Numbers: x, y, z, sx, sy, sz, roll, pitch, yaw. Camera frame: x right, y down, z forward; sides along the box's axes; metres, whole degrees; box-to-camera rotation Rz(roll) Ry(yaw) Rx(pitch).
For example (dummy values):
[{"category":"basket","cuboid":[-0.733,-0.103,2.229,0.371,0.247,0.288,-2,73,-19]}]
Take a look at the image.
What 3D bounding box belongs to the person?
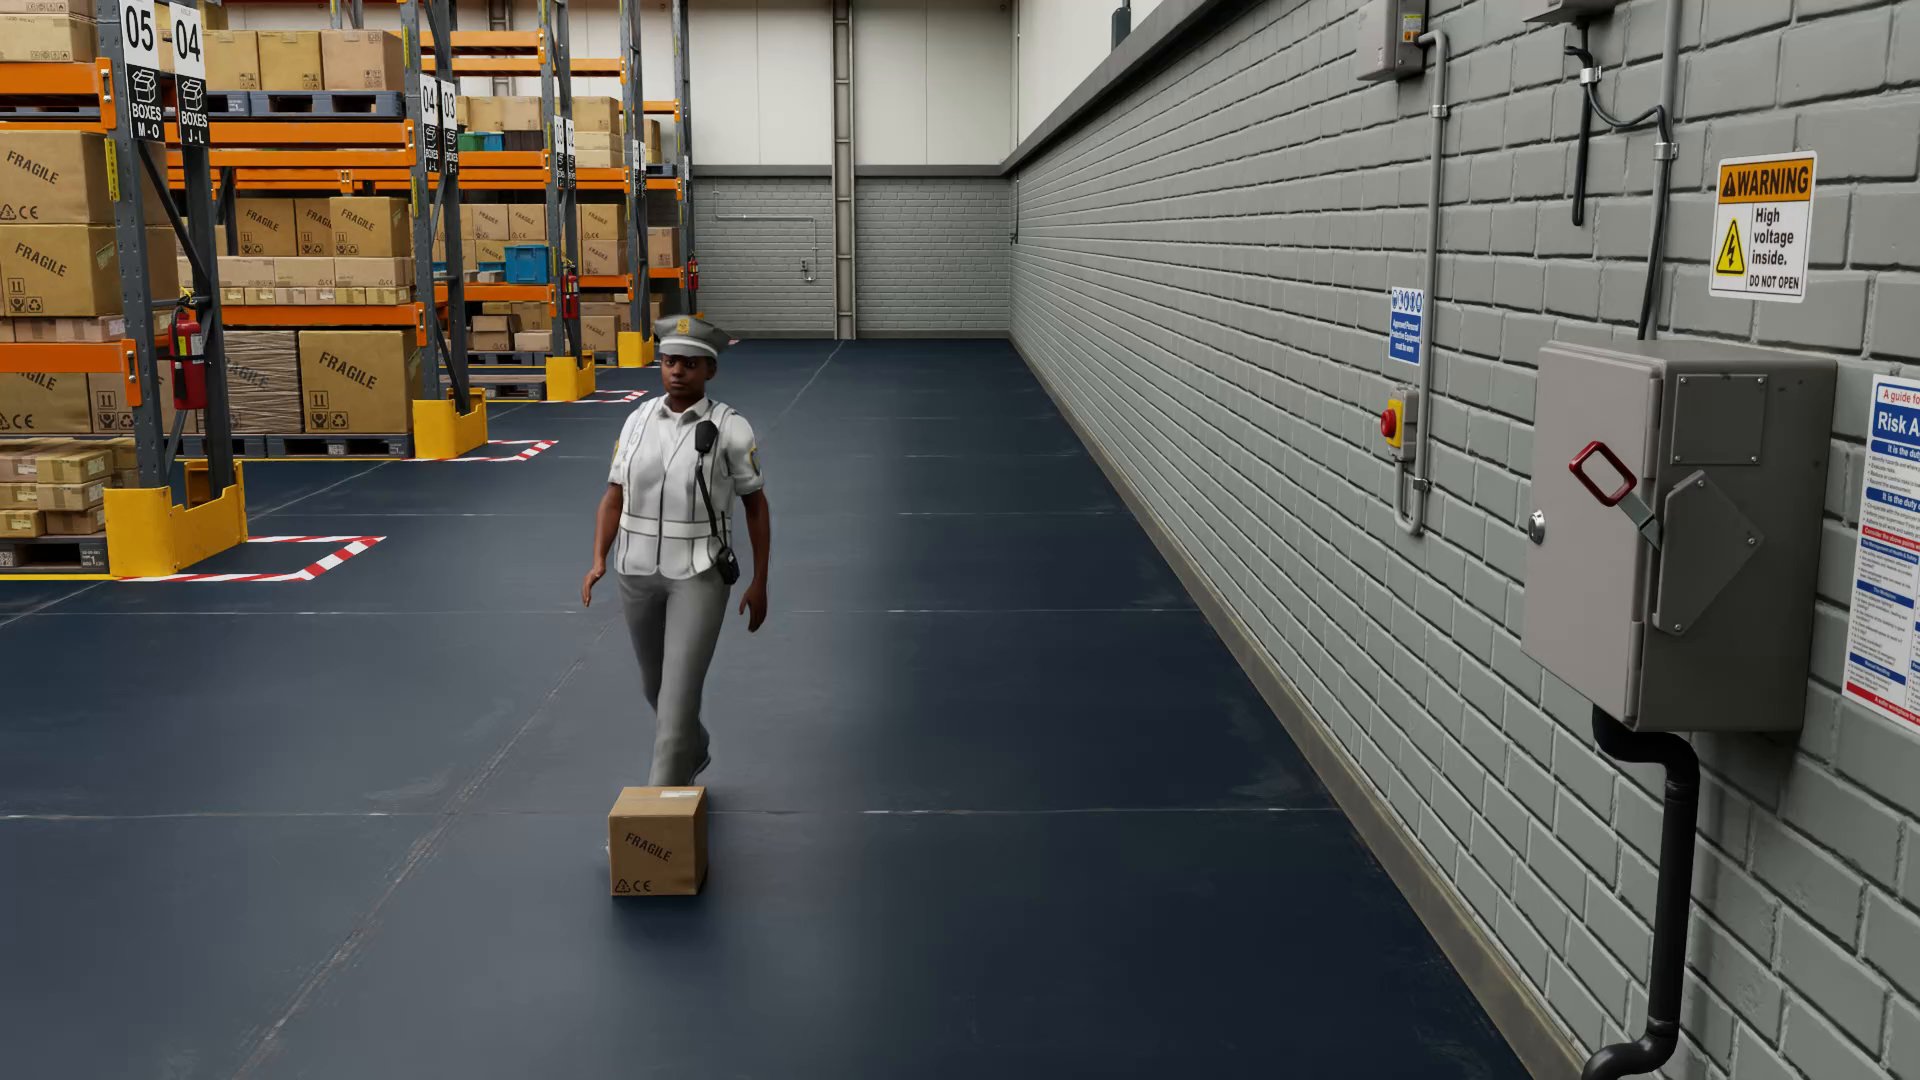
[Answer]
[{"category":"person","cuboid":[-0.909,0.119,5.241,0.508,1.645,0.955,3,11,16]}]
